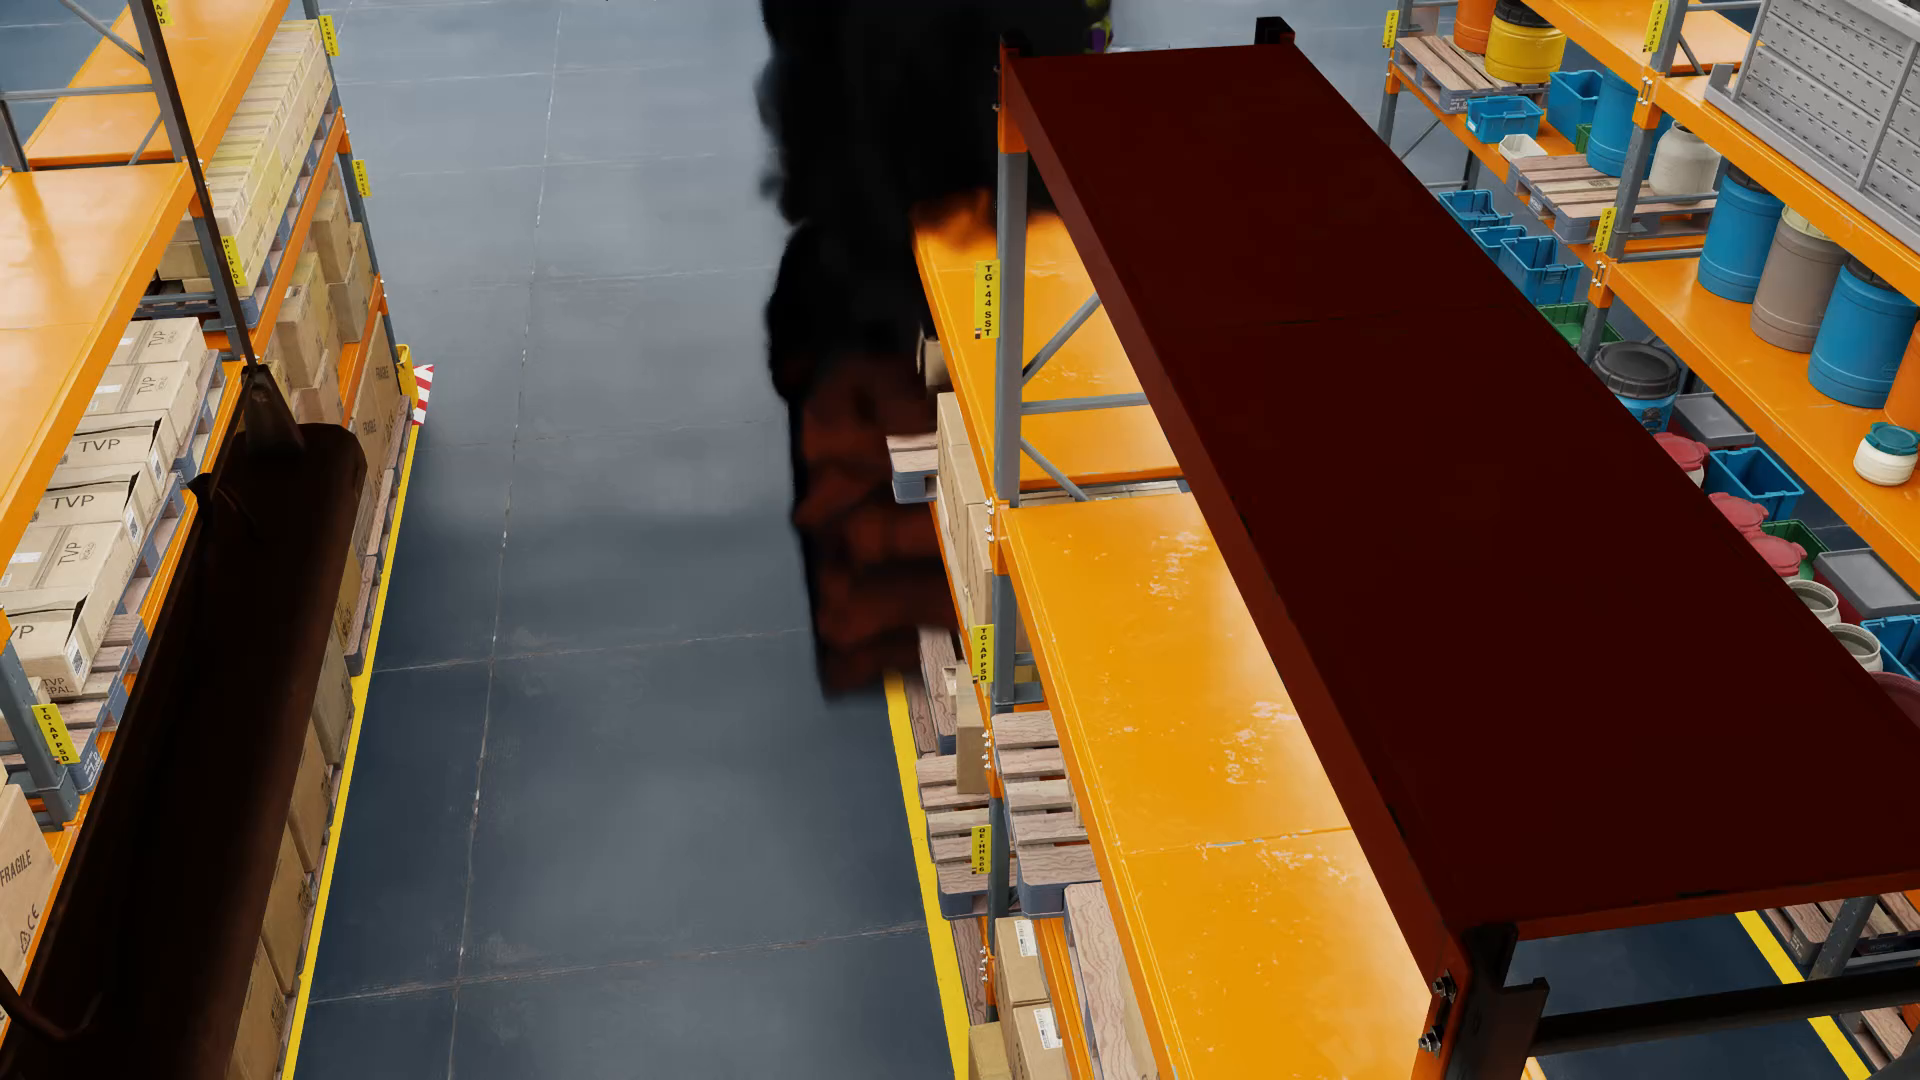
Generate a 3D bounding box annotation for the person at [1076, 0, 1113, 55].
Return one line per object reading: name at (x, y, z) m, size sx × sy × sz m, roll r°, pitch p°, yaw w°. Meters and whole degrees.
person at (1.588, -5.529, 19.530) m, size 0.675 × 1.721 × 0.703 m, roll 8°, pitch 37°, yaw 11°
